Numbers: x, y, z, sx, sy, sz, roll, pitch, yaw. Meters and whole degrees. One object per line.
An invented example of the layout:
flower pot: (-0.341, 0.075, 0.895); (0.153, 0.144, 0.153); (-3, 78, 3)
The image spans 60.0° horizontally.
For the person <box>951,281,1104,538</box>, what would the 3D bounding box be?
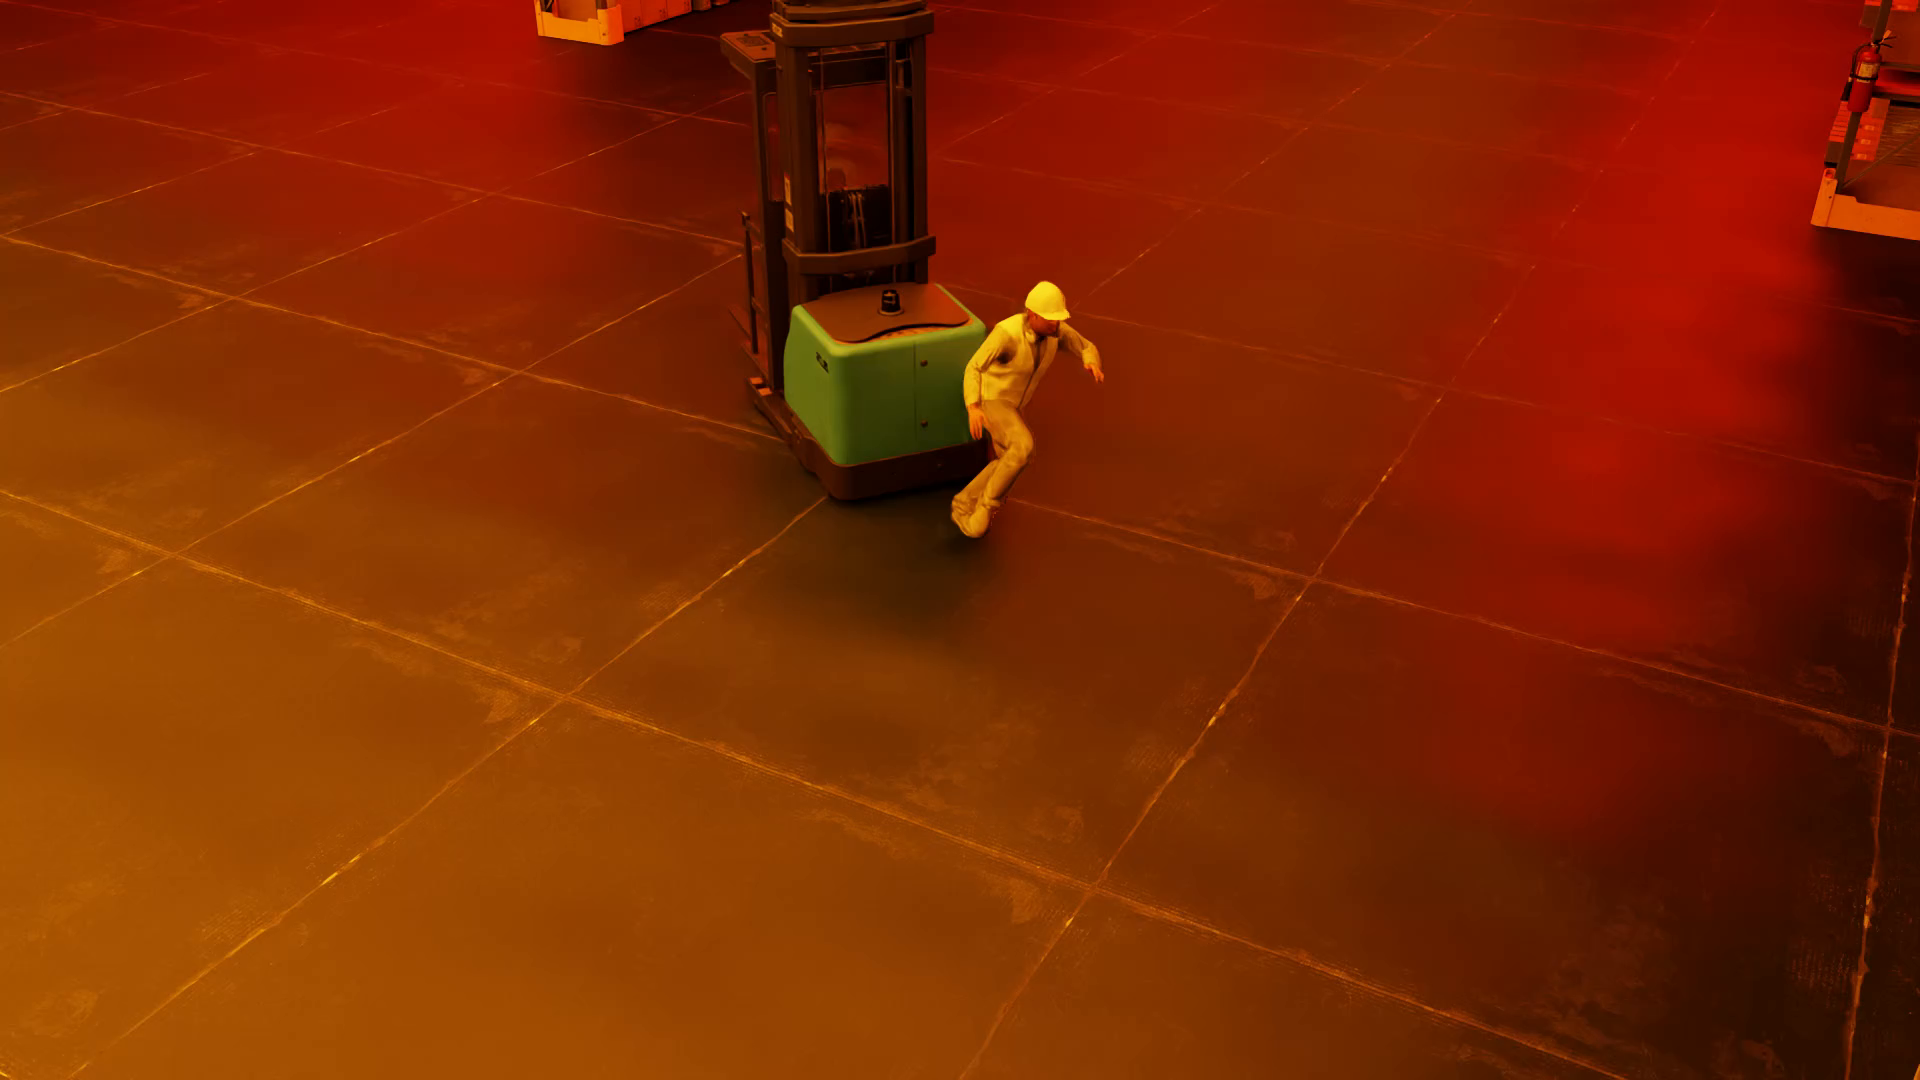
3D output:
person: (0.376, -0.770, 9.825); (0.883, 1.545, 0.948); (22, 37, 34)

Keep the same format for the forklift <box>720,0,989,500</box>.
forklift: (-0.864, -2.234, 10.941); (1.130, 2.935, 3.031); (-12, 32, -20)
